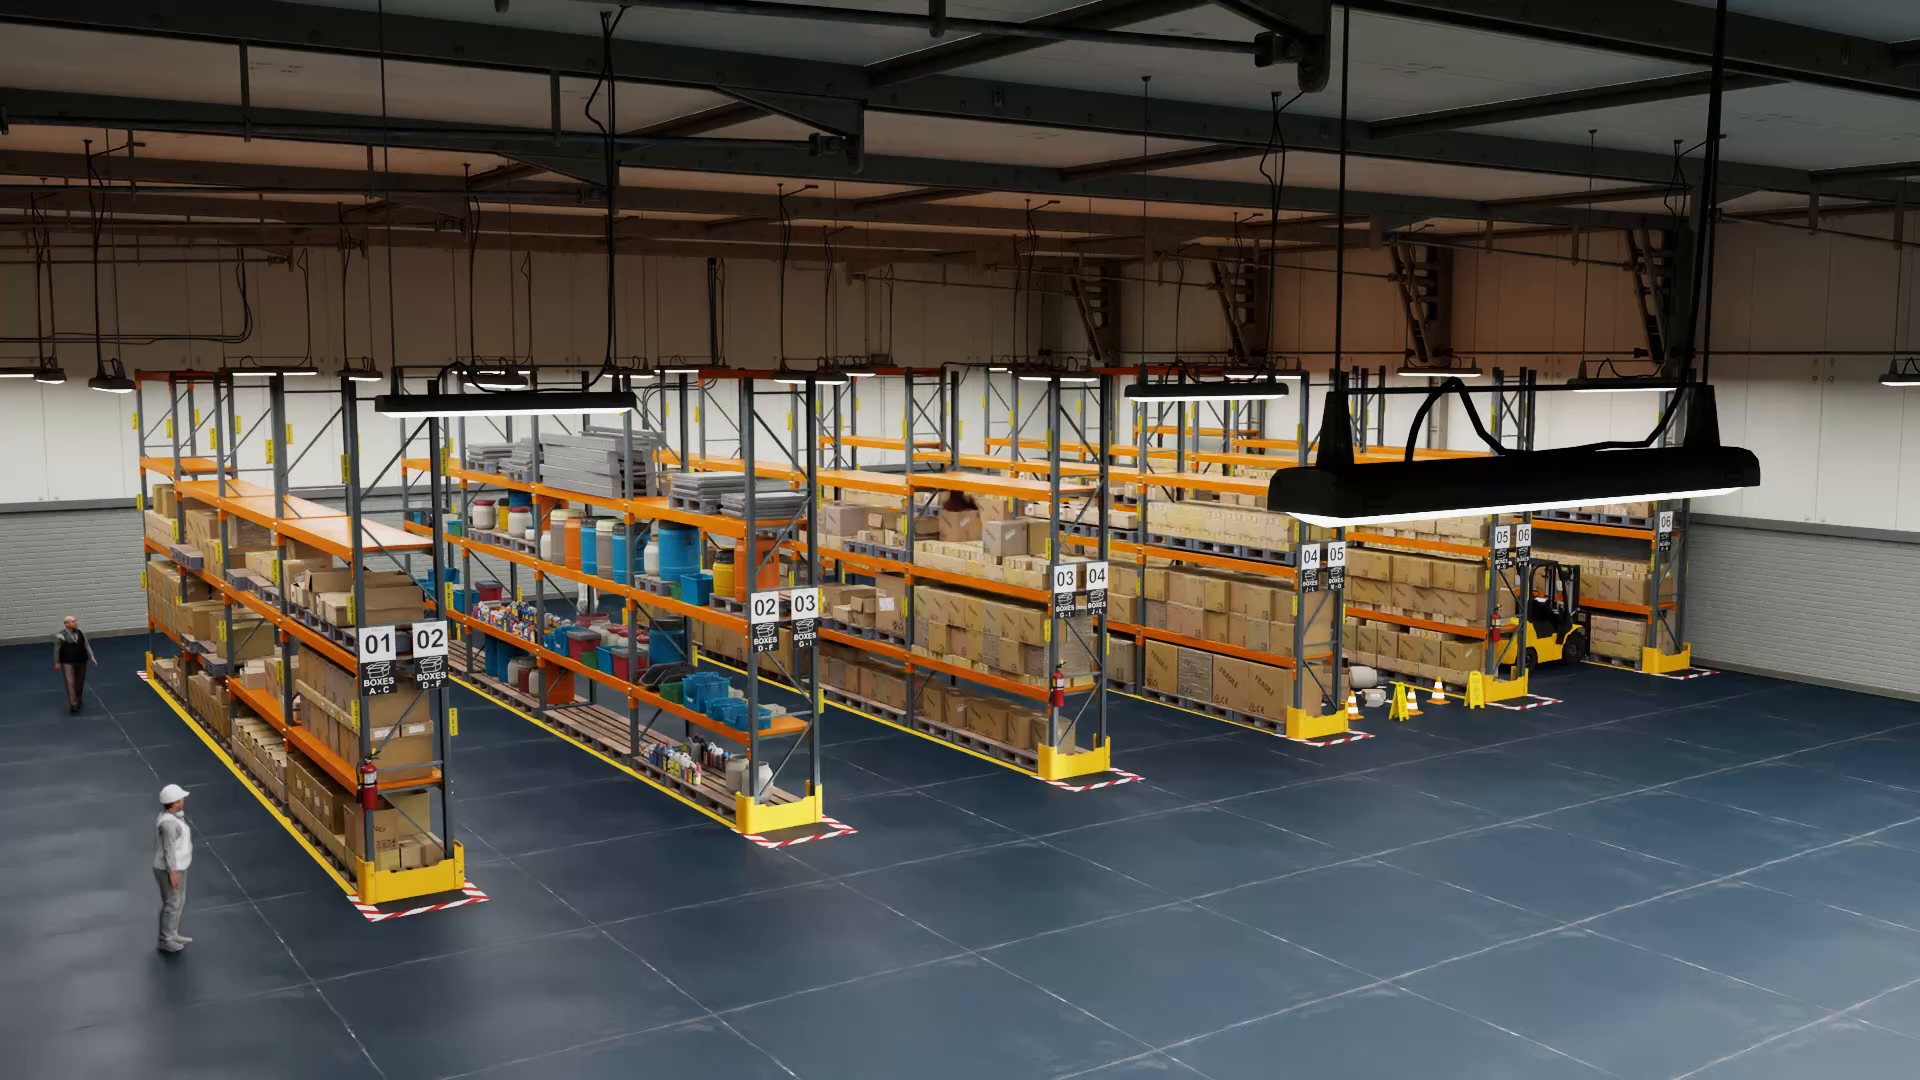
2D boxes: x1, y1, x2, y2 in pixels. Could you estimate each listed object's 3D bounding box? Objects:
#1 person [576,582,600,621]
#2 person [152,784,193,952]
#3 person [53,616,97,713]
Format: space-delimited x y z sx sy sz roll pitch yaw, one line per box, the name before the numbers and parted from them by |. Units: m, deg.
person | -8.159 1.369 36.241 0.639 1.811 0.439 2 7 17
person | -8.362 3.469 17.679 0.381 1.781 0.614 -1 7 -13
person | -15.657 2.174 29.413 0.661 1.675 1.045 -5 8 -36
